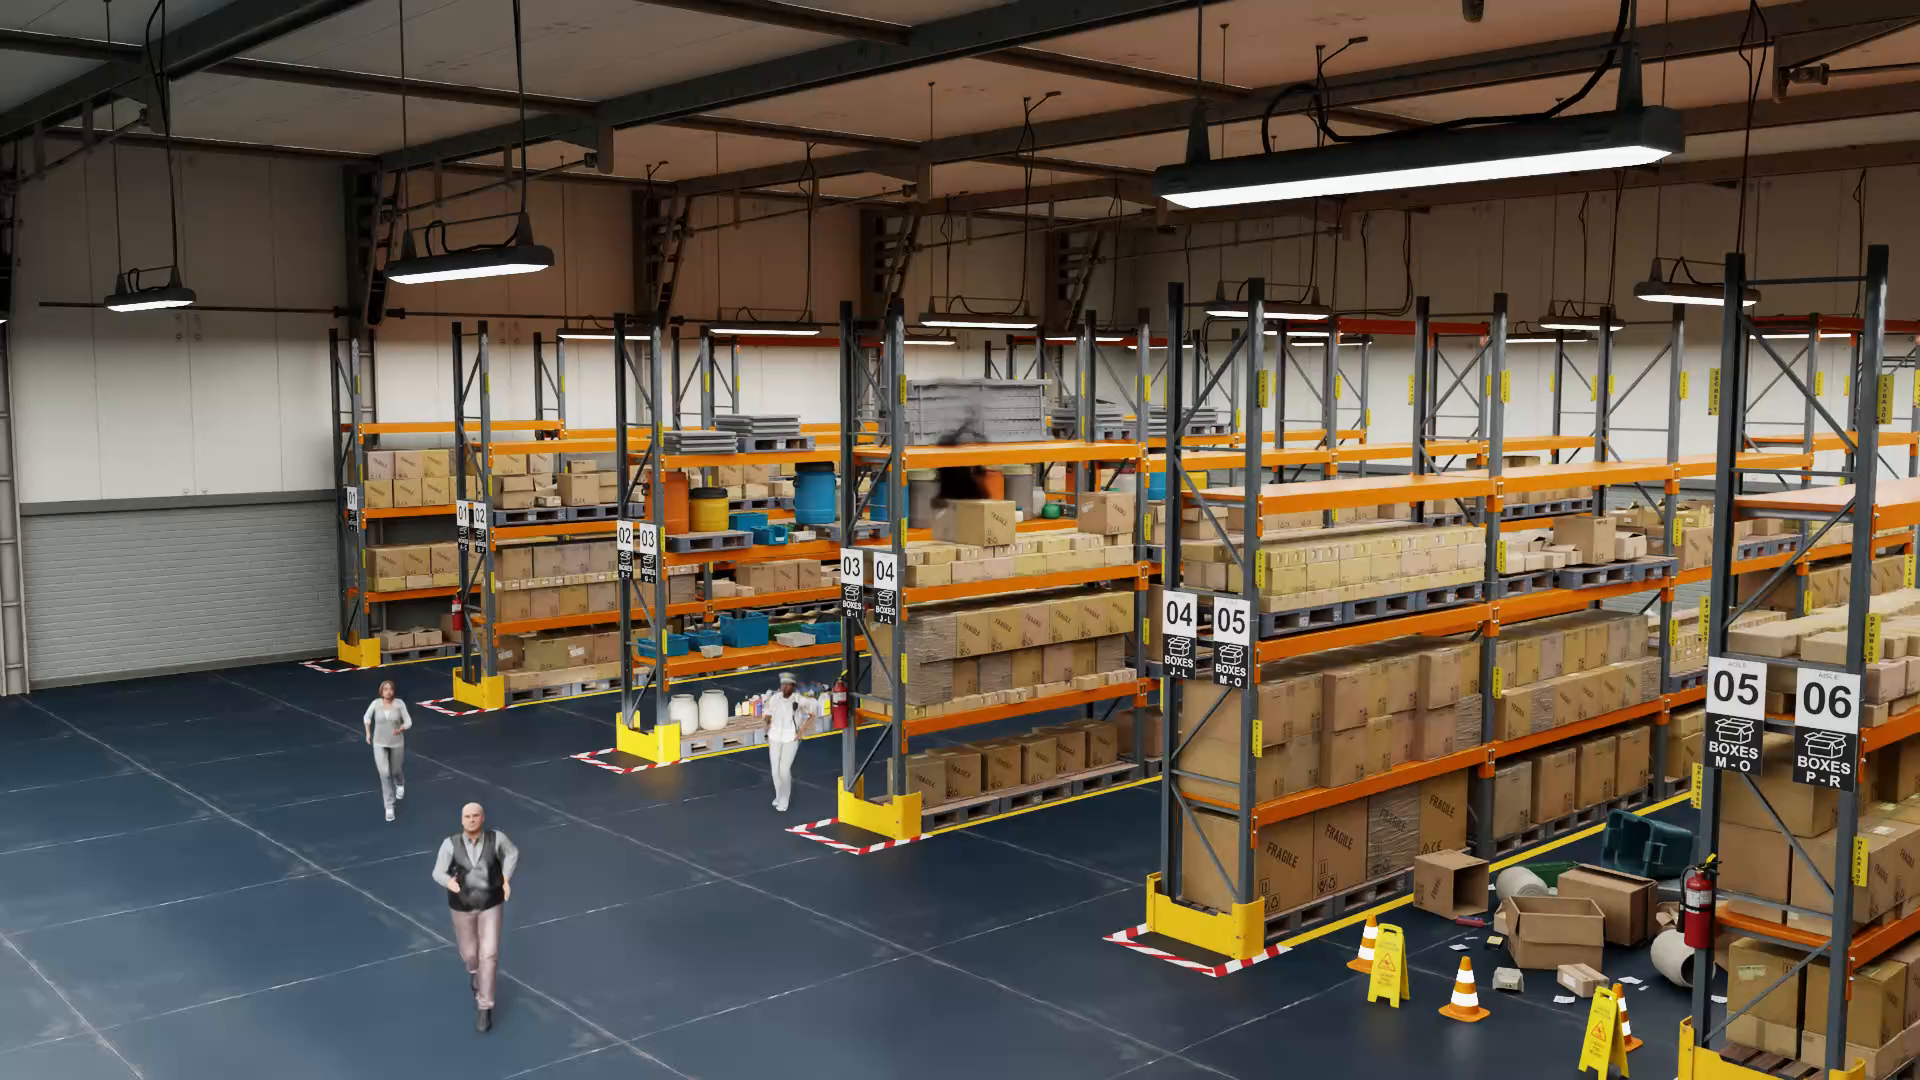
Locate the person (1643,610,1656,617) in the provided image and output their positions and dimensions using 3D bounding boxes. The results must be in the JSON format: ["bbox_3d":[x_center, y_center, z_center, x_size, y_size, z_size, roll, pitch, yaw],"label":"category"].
[{"bbox_3d":[10.100,1.896,24.357,0.635,1.758,0.651,-4,7,-38],"label":"person"}]

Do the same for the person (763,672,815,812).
[{"bbox_3d":[-2.059,2.398,19.705,0.583,1.702,0.665,2,6,15],"label":"person"}]

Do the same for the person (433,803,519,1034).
[{"bbox_3d":[-3.904,2.974,13.425,0.658,1.737,0.955,-1,6,-11],"label":"person"}]

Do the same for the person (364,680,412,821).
[{"bbox_3d":[-6.745,2.432,19.627,0.539,1.595,0.874,-2,6,-18],"label":"person"}]
